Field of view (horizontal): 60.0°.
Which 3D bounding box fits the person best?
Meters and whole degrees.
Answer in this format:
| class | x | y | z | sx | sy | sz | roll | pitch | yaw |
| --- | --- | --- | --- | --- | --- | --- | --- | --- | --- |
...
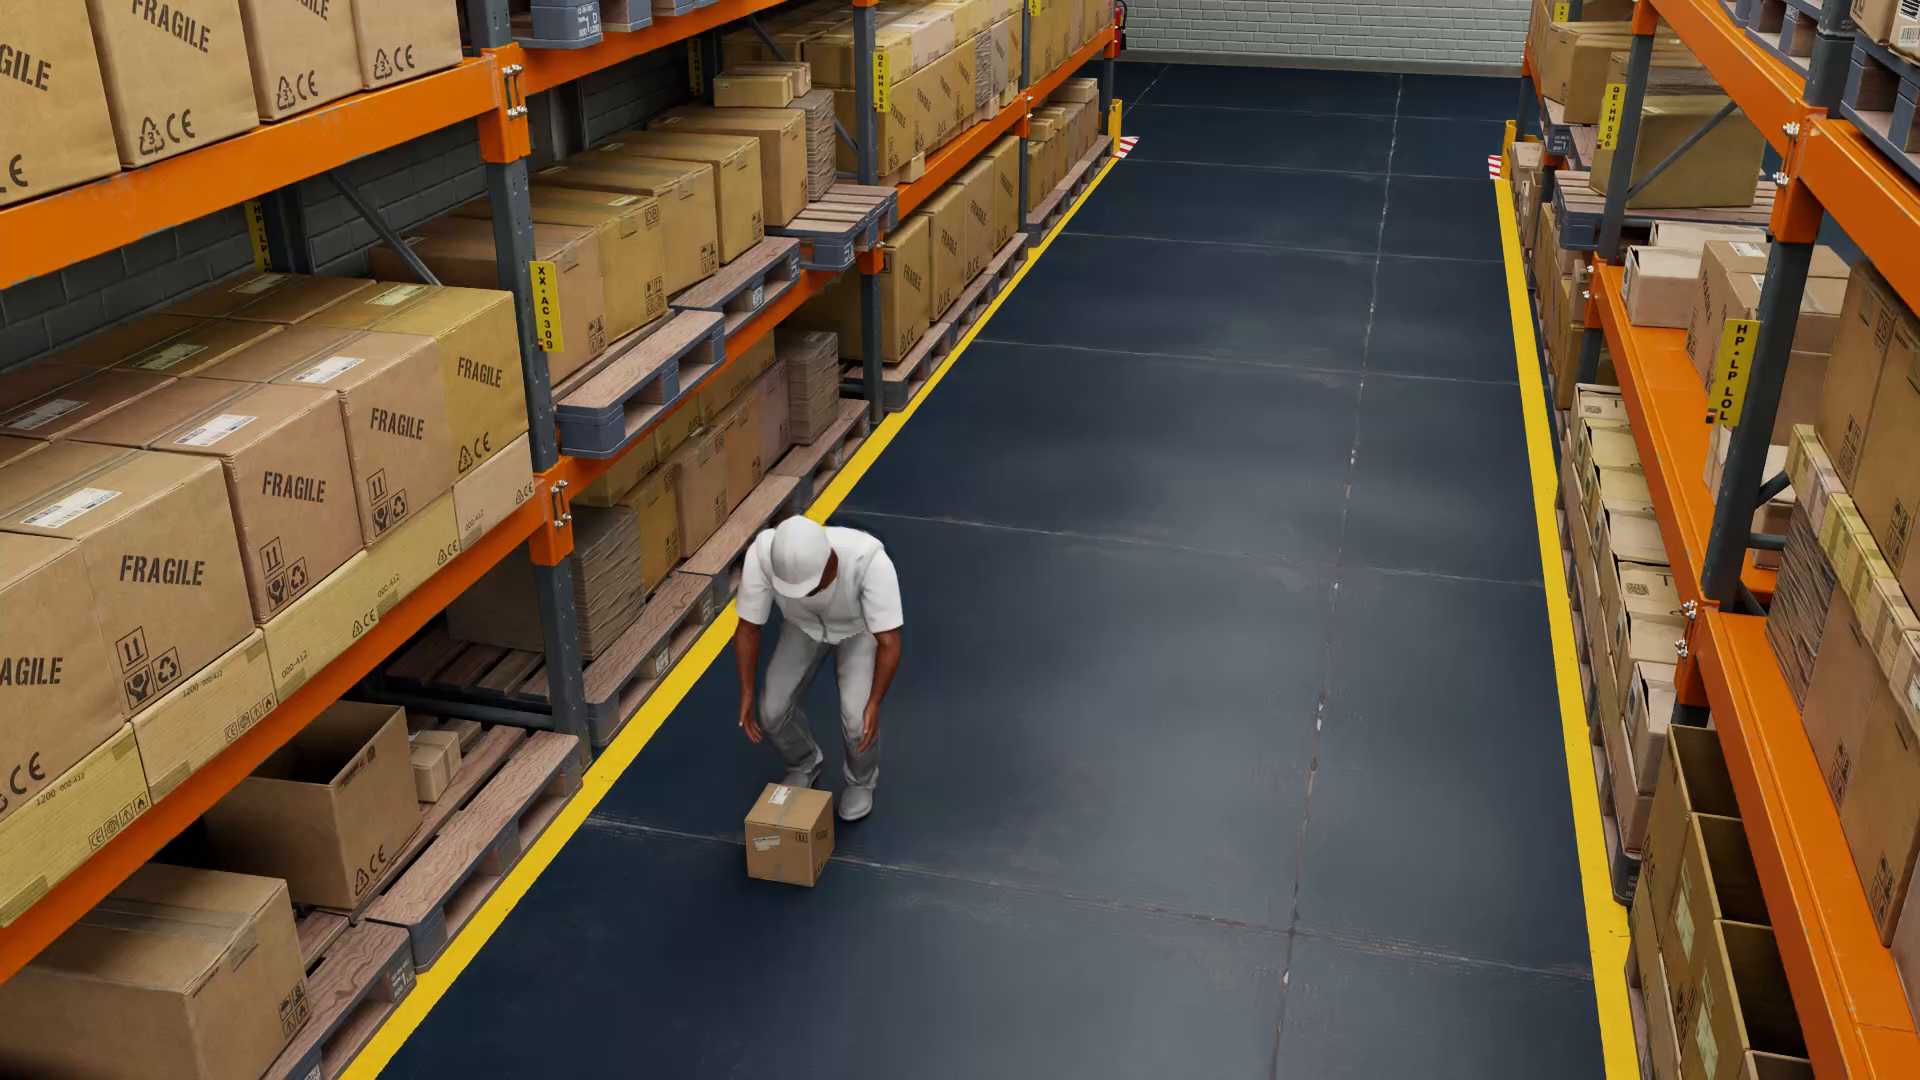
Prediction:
| class | x | y | z | sx | sy | sz | roll | pitch | yaw |
| --- | --- | --- | --- | --- | --- | --- | --- | --- | --- |
| person | -0.487 | 0.420 | 6.186 | 0.631 | 1.343 | 0.792 | 6 | 26 | 13 |
